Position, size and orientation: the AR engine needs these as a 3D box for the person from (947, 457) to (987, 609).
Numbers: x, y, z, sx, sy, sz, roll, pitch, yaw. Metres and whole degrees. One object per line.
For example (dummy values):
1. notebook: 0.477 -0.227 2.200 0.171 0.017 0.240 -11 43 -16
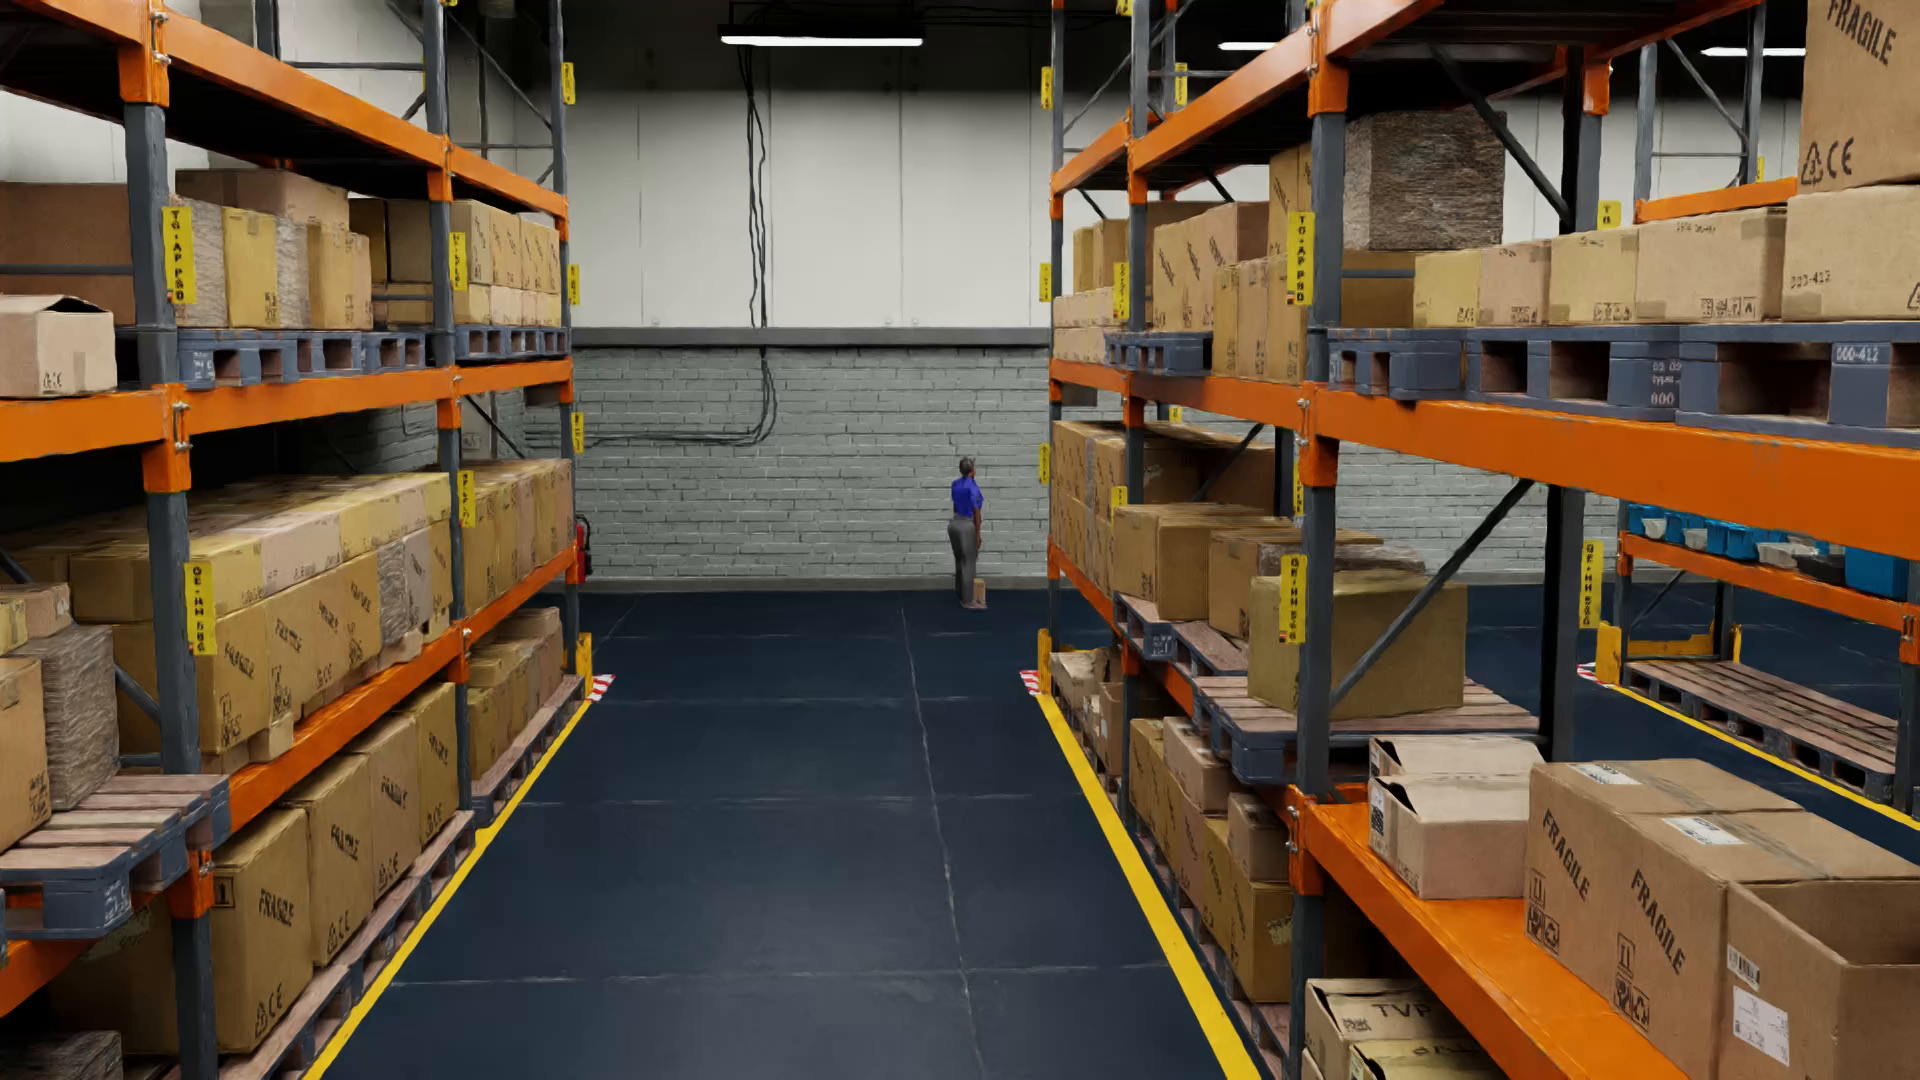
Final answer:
1. person: 0.132 -0.084 18.299 0.463 1.665 0.495 -5 9 -37
